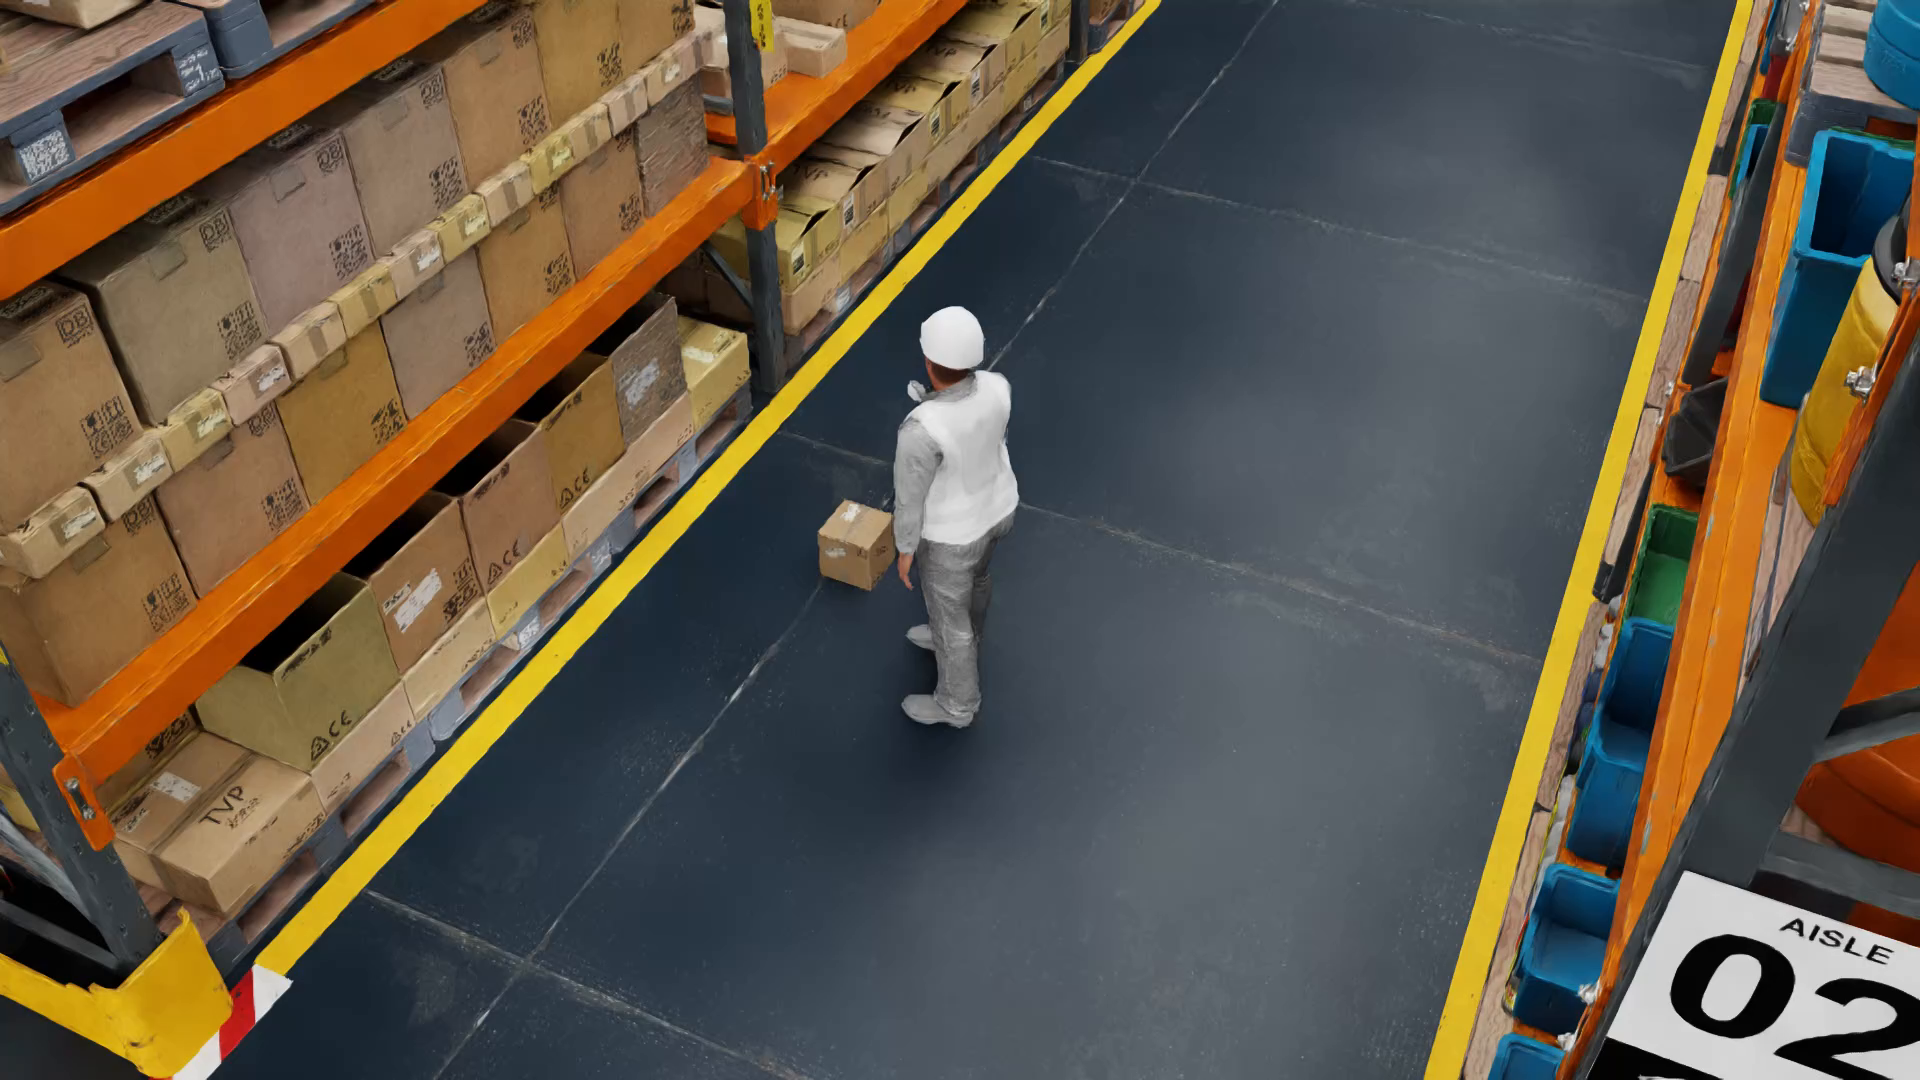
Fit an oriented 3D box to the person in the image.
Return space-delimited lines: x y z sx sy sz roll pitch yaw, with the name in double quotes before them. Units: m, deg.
"person" -0.054 -0.092 6.218 0.525 1.779 0.574 30 50 29
